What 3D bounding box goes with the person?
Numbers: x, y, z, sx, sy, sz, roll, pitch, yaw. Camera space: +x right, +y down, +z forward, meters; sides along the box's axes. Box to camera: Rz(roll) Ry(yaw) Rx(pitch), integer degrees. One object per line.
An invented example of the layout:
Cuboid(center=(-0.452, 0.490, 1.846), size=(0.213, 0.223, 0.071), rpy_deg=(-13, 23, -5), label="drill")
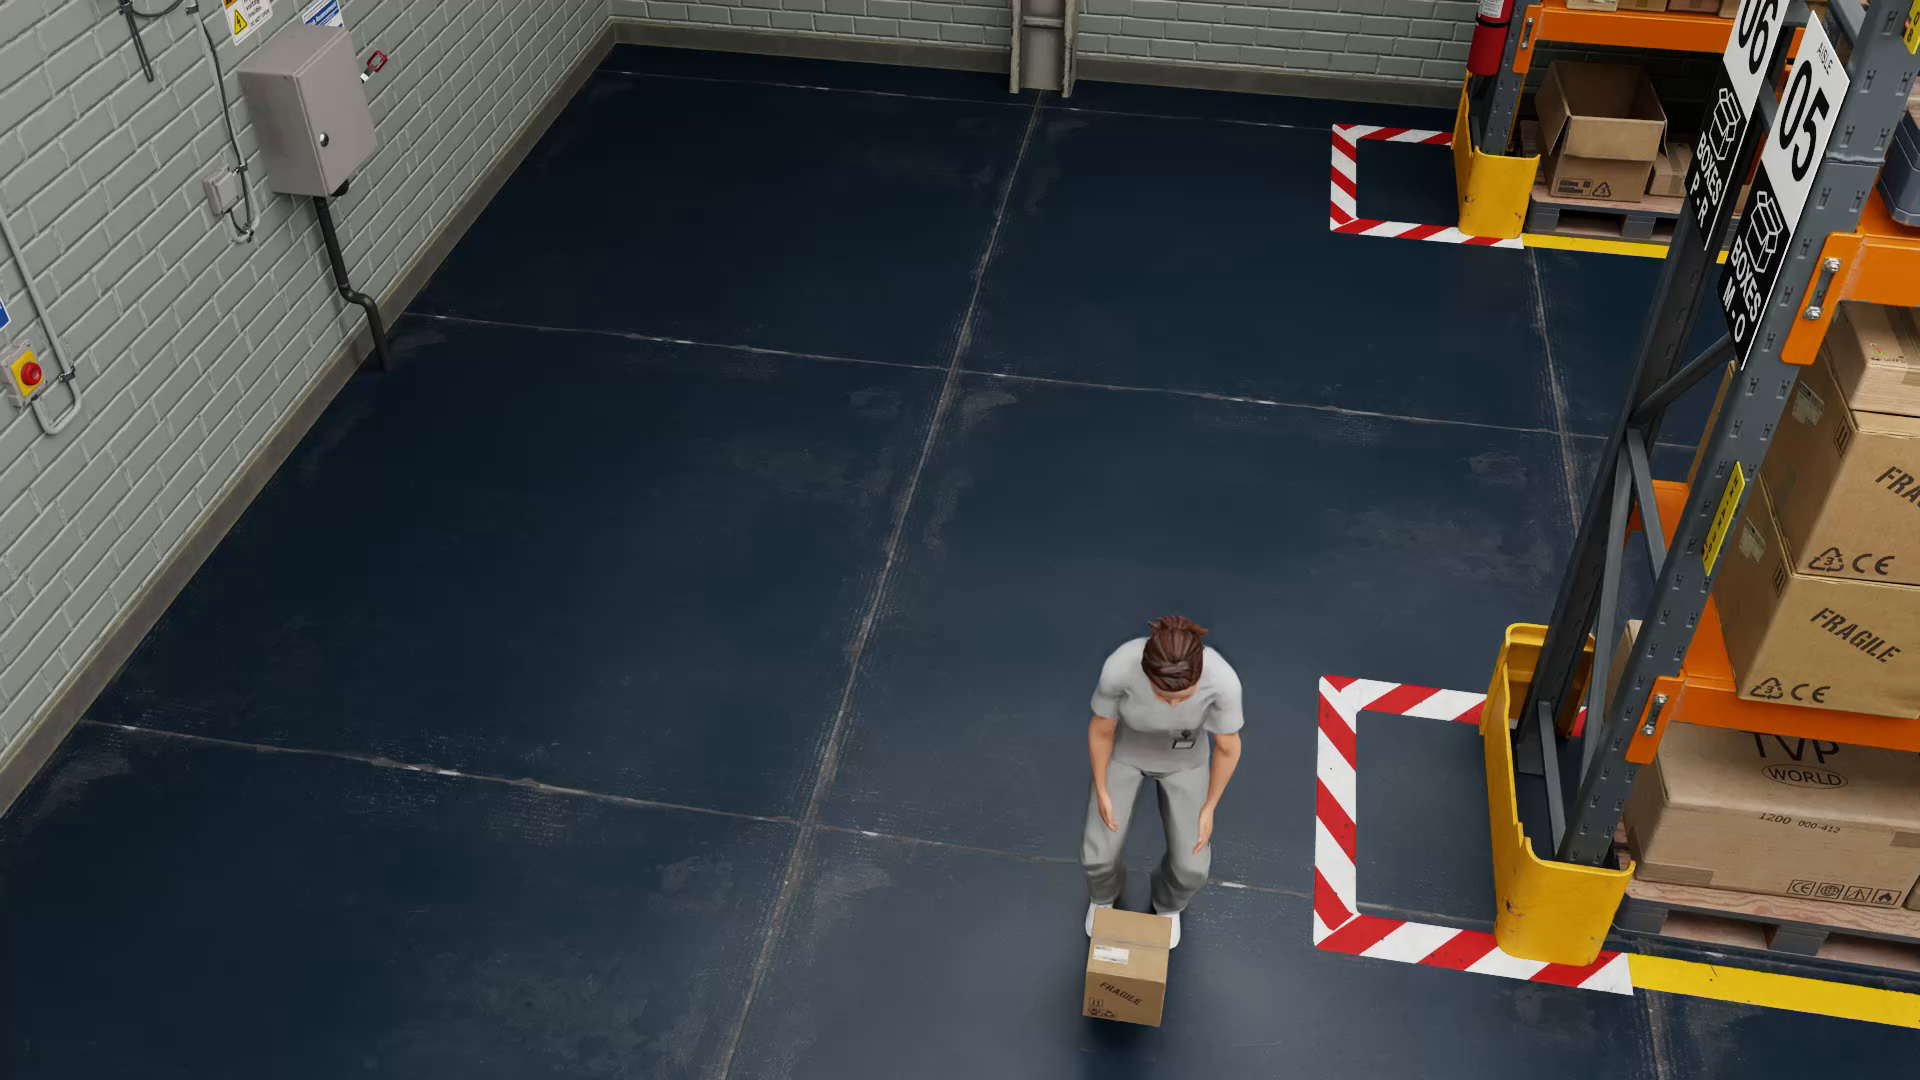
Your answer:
Cuboid(center=(0.647, 0.764, 5.383), size=(0.480, 1.536, 0.510), rpy_deg=(7, 41, 8), label="person")
